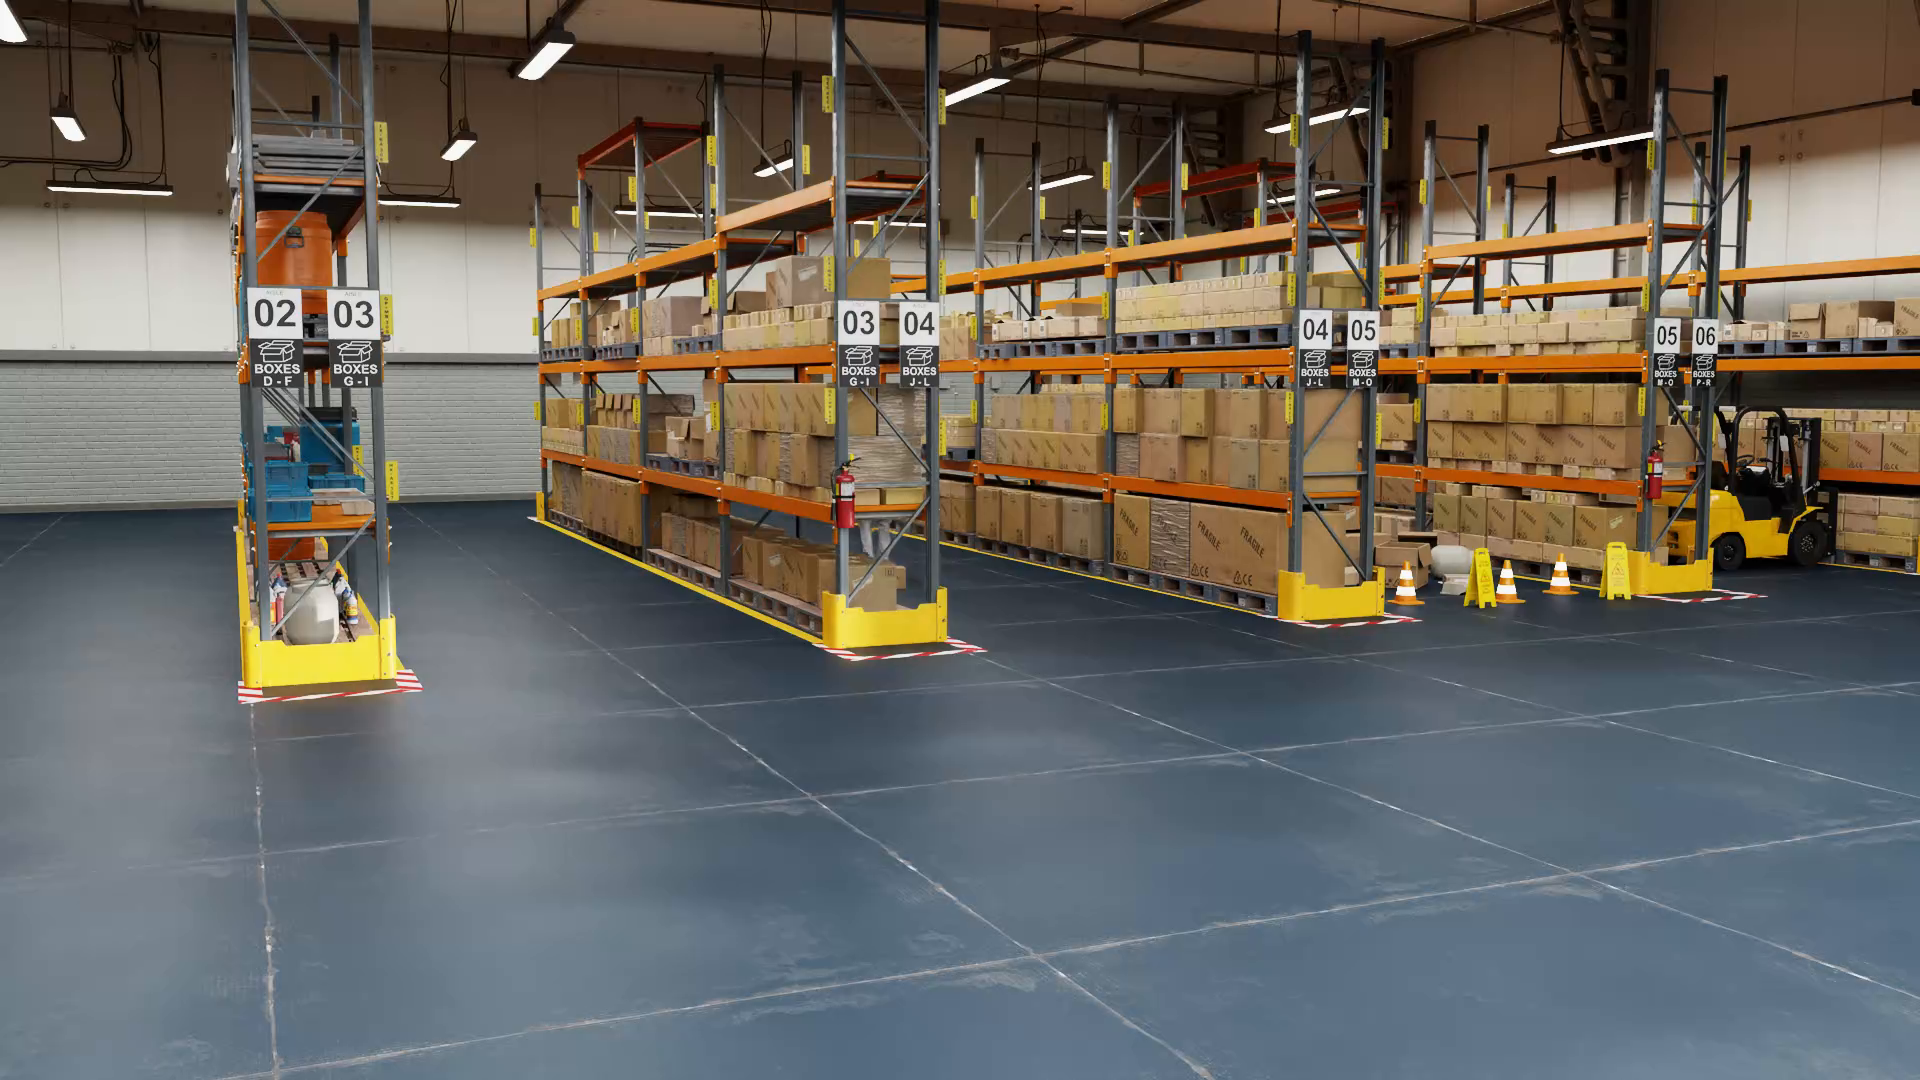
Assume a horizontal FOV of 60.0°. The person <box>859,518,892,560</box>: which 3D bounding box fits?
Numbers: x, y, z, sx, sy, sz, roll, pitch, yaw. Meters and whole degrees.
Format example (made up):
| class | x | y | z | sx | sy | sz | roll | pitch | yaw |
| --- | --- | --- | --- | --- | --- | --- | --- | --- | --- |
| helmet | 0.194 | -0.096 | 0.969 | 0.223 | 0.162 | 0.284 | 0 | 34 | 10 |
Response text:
| class | x | y | z | sx | sy | sz | roll | pitch | yaw |
| --- | --- | --- | --- | --- | --- | --- | --- | --- | --- |
| person | -1.099 | -0.518 | 22.197 | 0.544 | 1.826 | 0.488 | -1 | 5 | -14 |
